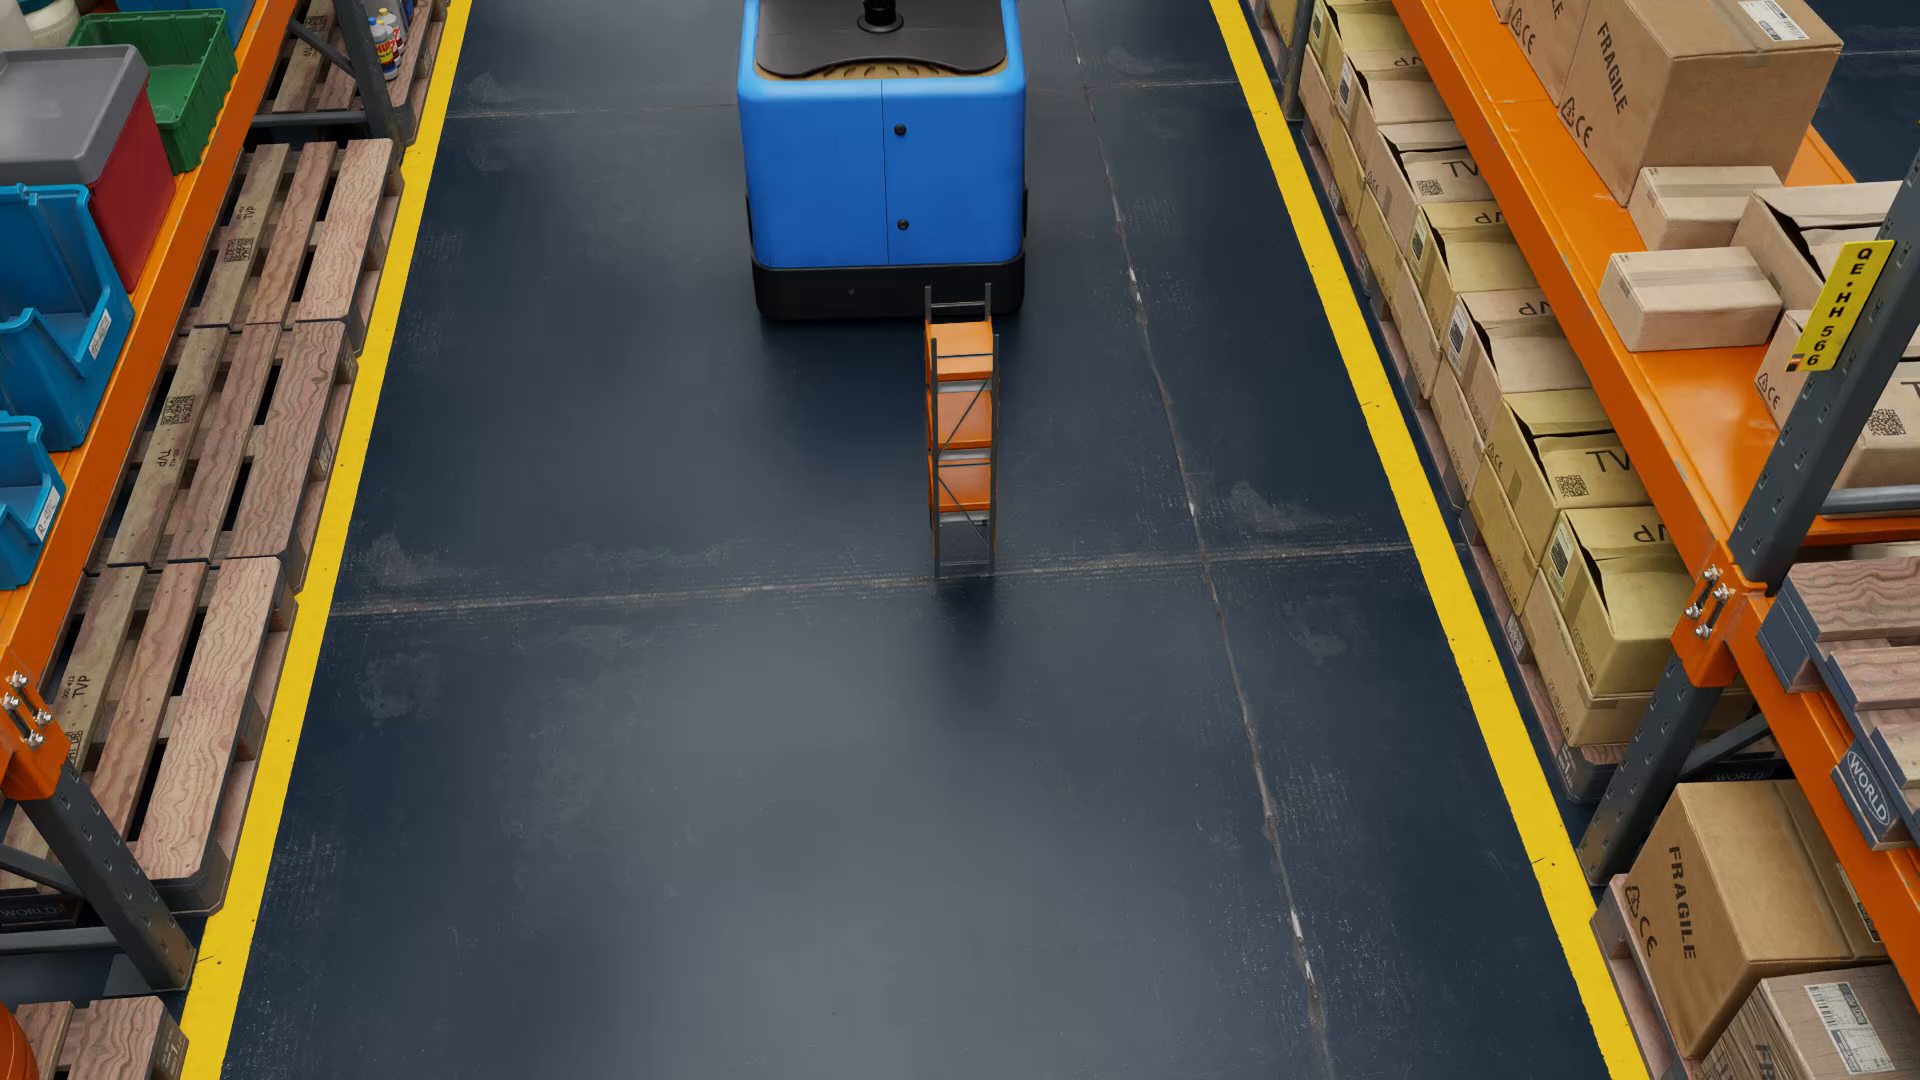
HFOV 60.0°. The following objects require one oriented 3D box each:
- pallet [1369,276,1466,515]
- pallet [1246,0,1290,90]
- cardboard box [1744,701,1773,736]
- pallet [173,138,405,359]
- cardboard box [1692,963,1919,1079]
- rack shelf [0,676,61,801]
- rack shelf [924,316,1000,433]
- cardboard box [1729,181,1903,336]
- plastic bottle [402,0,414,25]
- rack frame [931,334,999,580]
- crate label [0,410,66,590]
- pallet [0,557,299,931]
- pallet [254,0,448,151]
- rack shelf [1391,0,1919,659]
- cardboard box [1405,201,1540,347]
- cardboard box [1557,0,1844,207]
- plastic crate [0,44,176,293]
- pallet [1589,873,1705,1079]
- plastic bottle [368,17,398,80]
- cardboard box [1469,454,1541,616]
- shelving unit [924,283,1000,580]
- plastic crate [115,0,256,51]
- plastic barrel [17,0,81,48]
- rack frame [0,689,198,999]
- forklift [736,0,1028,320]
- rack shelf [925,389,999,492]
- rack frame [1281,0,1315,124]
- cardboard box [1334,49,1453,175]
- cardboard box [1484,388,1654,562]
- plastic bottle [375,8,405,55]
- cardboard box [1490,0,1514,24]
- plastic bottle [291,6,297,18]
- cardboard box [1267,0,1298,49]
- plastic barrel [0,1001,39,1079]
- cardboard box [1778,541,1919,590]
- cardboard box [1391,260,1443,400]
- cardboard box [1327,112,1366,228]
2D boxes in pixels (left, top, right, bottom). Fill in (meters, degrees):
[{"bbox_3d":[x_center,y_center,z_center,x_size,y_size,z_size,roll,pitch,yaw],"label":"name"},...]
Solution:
[{"bbox_3d":[2.179,-0.621,6.193,1.003,0.211,1.213,-3,47,-3],"label":"pallet"},{"bbox_3d":[1.948,-2.614,8.081,1.003,0.211,1.213,-3,47,-3],"label":"pallet"},{"bbox_3d":[2.557,0.303,5.002,0.500,0.250,0.500,-4,47,-3],"label":"cardboard box"},{"bbox_3d":[-2.859,-1.172,6.715,1.003,0.211,1.213,-3,47,-3],"label":"pallet"},{"bbox_3d":[2.111,1.332,3.841,0.500,0.500,0.500,-5,47,-5],"label":"cardboard box"},{"bbox_3d":[-2.461,1.891,2.388,1.077,0.370,4.000,-3,47,-3],"label":"rack shelf"},{"bbox_3d":[0.004,-0.510,5.134,0.215,0.259,0.240,-3,47,-3],"label":"rack shelf"},{"bbox_3d":[2.426,-0.730,4.436,0.500,0.311,0.500,-4,47,-4],"label":"cardboard box"},{"bbox_3d":[-2.617,-2.547,7.617,0.144,0.351,0.185,-2,47,-2],"label":"plastic bottle"},{"bbox_3d":[0.015,-0.234,5.249,0.200,1.050,0.008,-3,47,-3],"label":"rack frame"},{"bbox_3d":[-2.290,-0.073,3.868,0.303,0.233,0.416,-3,47,-3],"label":"crate label"},{"bbox_3d":[-2.654,0.593,5.043,1.003,0.211,1.213,-3,47,-3],"label":"pallet"},{"bbox_3d":[-2.978,-2.227,7.713,1.003,0.211,1.213,-3,47,-3],"label":"pallet"},{"bbox_3d":[2.141,-1.301,5.412,1.077,0.370,4.000,-3,47,-3],"label":"rack shelf"},{"bbox_3d":[1.890,-0.961,5.812,0.500,0.311,0.500,-2,47,-2],"label":"cardboard box"},{"bbox_3d":[2.151,-1.349,4.893,0.500,0.500,0.500,-6,47,-5],"label":"cardboard box"},{"bbox_3d":[-2.458,-1.013,4.599,0.402,0.464,0.583,-3,47,-3],"label":"plastic crate"},{"bbox_3d":[2.333,1.400,4.279,1.003,0.211,1.213,-3,47,-3],"label":"pallet"},{"bbox_3d":[-2.553,-2.167,7.313,0.097,0.271,0.097,0,47,0],"label":"plastic bottle"},{"bbox_3d":[1.974,-0.039,5.325,0.500,0.250,0.500,-4,47,-4],"label":"cardboard box"},{"bbox_3d":[0.004,-0.322,5.332,0.215,1.050,0.252,-3,47,-3],"label":"shelving unit"},{"bbox_3d":[-2.561,-1.912,5.506,0.392,0.384,0.575,-3,47,-3],"label":"plastic crate"},{"bbox_3d":[-3.005,-1.682,5.373,0.301,0.262,0.301,0,47,0],"label":"plastic barrel"},{"bbox_3d":[-2.628,0.197,3.497,1.000,3.000,0.127,-3,47,-3],"label":"rack frame"},{"bbox_3d":[-0.336,-2.924,6.501,1.130,2.935,3.031,-2,47,-2],"label":"forklift"},{"bbox_3d":[0.004,-0.315,5.340,0.215,0.259,0.240,-3,47,-3],"label":"rack shelf"},{"bbox_3d":[1.973,-2.995,6.521,1.000,3.000,0.127,-3,47,-3],"label":"rack frame"},{"bbox_3d":[1.796,-1.710,6.522,0.500,0.311,0.500,-4,47,-4],"label":"cardboard box"},{"bbox_3d":[1.969,-0.233,5.123,0.500,0.311,0.500,-4,47,-4],"label":"cardboard box"},{"bbox_3d":[-2.570,-2.290,7.478,0.097,0.201,0.097,0,47,0],"label":"plastic bottle"},{"bbox_3d":[2.065,-2.092,5.596,0.500,0.500,0.500,0,47,0],"label":"cardboard box"},{"bbox_3d":[-3.175,-2.526,7.649,0.152,0.276,0.135,-3,47,-3],"label":"plastic bottle"},{"bbox_3d":[1.717,-2.516,7.672,0.500,0.250,0.500,-3,47,-3],"label":"cardboard box"},{"bbox_3d":[-2.570,1.152,3.799,0.600,0.830,0.708,-3,47,-3],"label":"plastic barrel"},{"bbox_3d":[2.557,0.110,4.798,0.500,0.311,0.500,-2,47,-2],"label":"cardboard box"},{"bbox_3d":[1.889,-0.775,6.022,0.500,0.250,0.500,-3,47,-3],"label":"cardboard box"},{"bbox_3d":[1.802,-1.517,6.726,0.500,0.250,0.500,-2,47,-2],"label":"cardboard box"}]
